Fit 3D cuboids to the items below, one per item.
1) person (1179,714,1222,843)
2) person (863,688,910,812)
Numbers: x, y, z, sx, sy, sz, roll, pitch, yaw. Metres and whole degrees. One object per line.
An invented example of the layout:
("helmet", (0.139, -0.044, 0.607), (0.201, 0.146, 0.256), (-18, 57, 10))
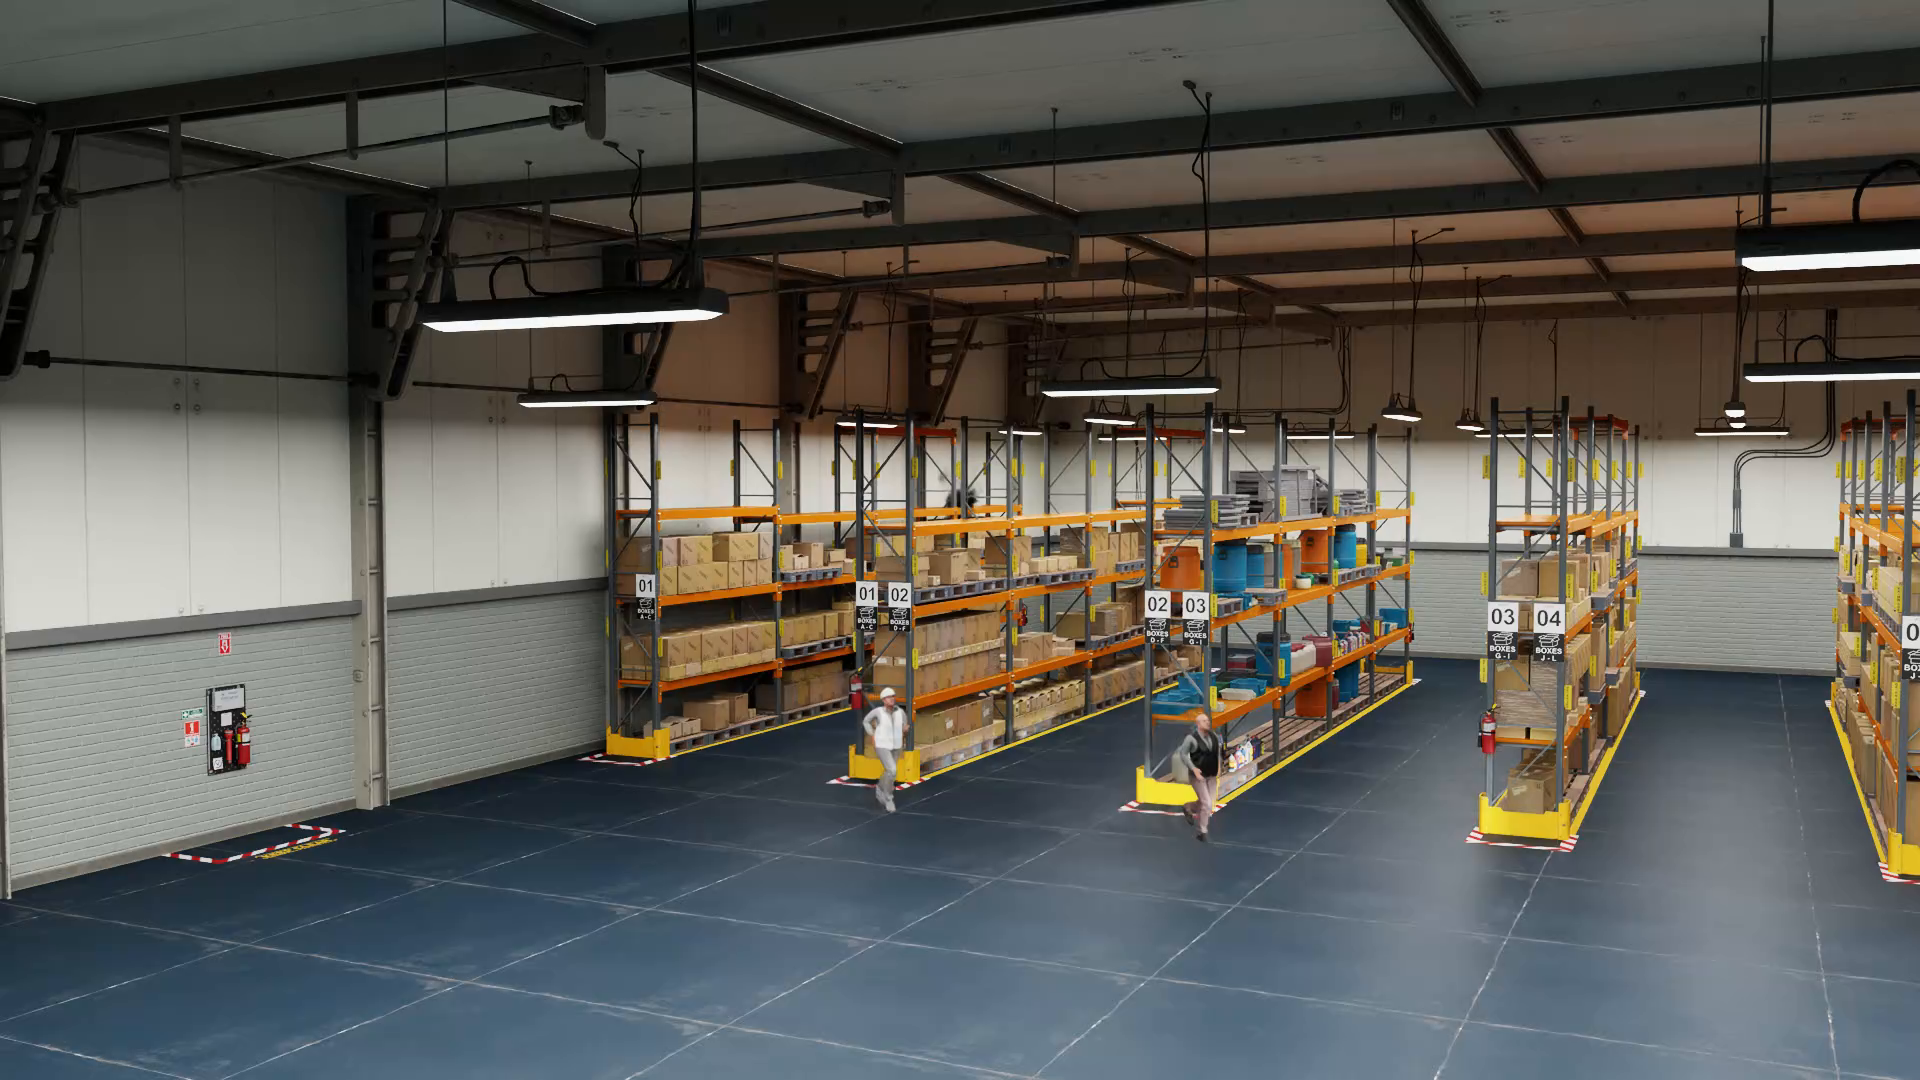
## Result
("person", (3.248, 3.212, 22.636), (0.669, 1.720, 0.690), (-1, 3, -30))
("person", (-1.047, 3.083, 24.594), (0.653, 1.816, 0.782), (-2, 3, -34))
